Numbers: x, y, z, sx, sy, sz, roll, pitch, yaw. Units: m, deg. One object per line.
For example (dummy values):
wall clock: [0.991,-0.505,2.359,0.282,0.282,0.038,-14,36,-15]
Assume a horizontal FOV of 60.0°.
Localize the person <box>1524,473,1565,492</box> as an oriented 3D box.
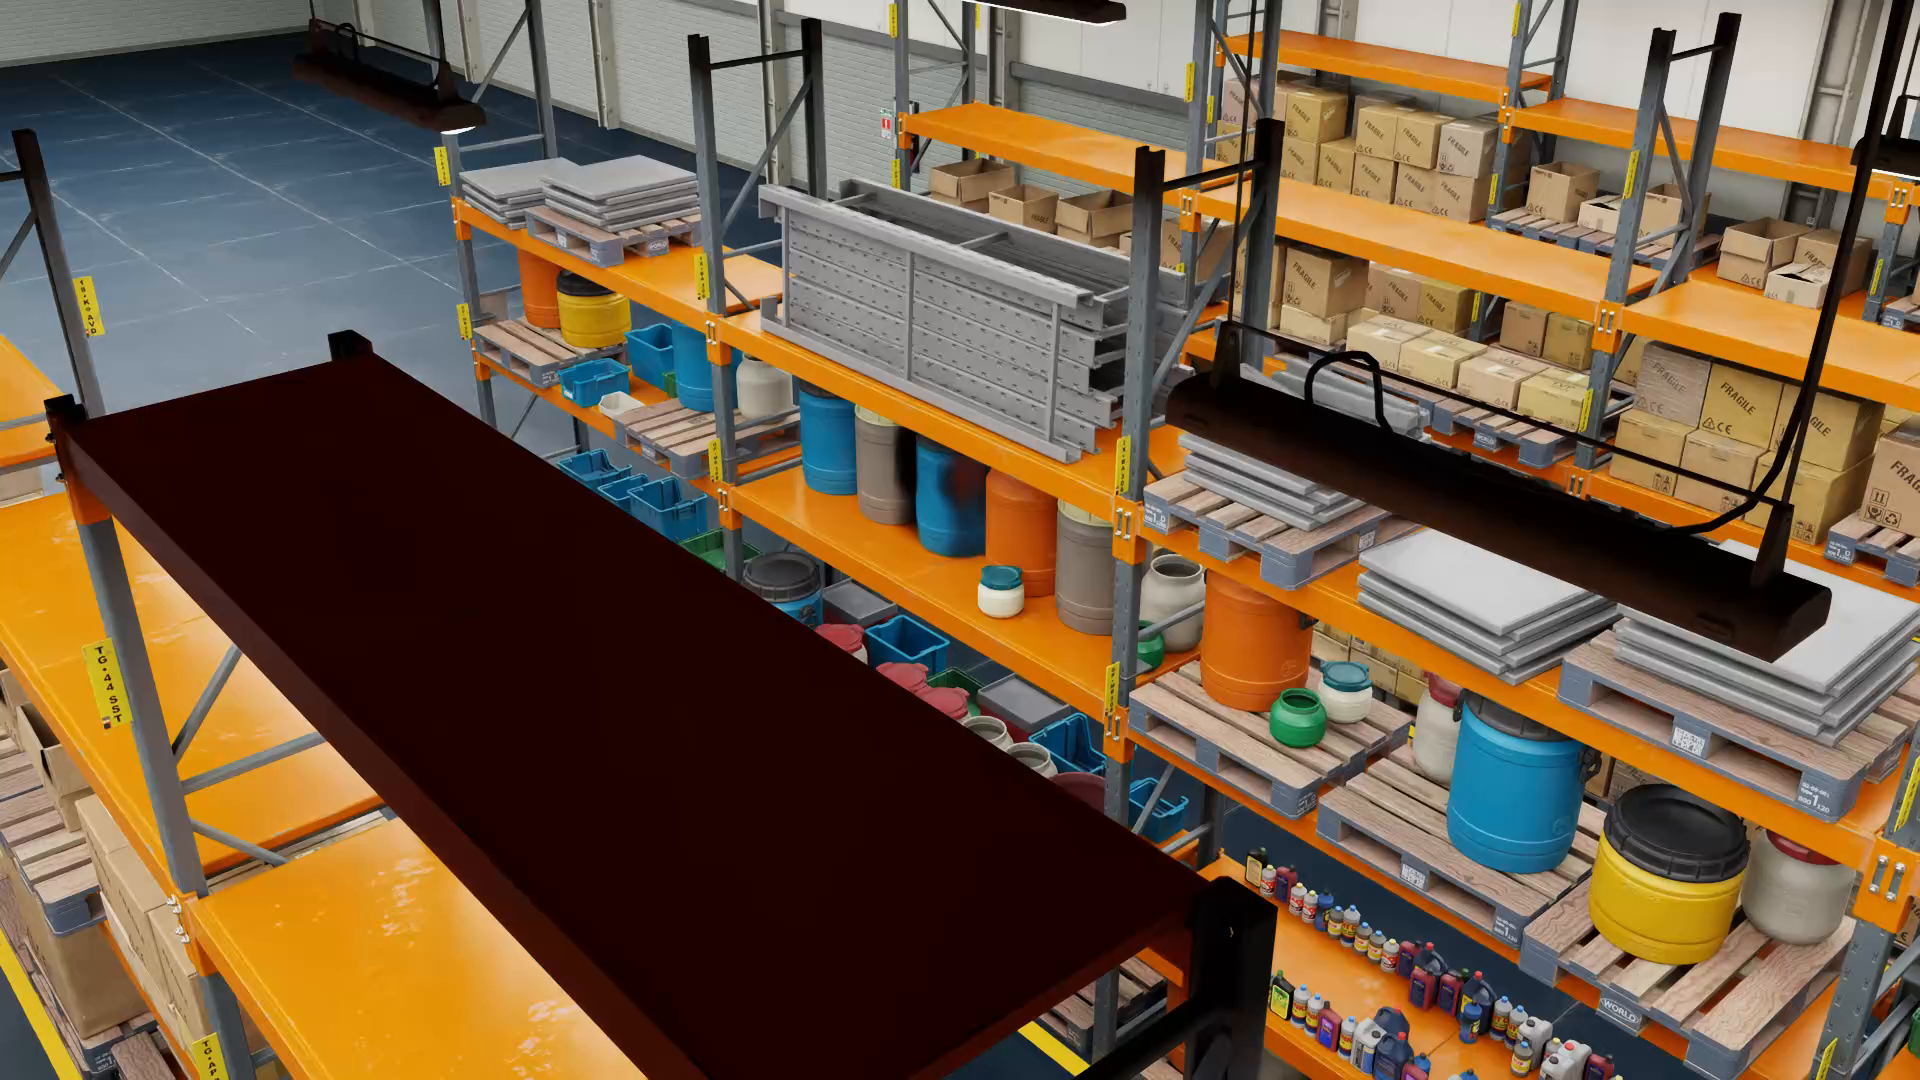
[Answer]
person: [5.941,-0.573,16.916,0.366,1.641,0.501,-1,27,-2]
